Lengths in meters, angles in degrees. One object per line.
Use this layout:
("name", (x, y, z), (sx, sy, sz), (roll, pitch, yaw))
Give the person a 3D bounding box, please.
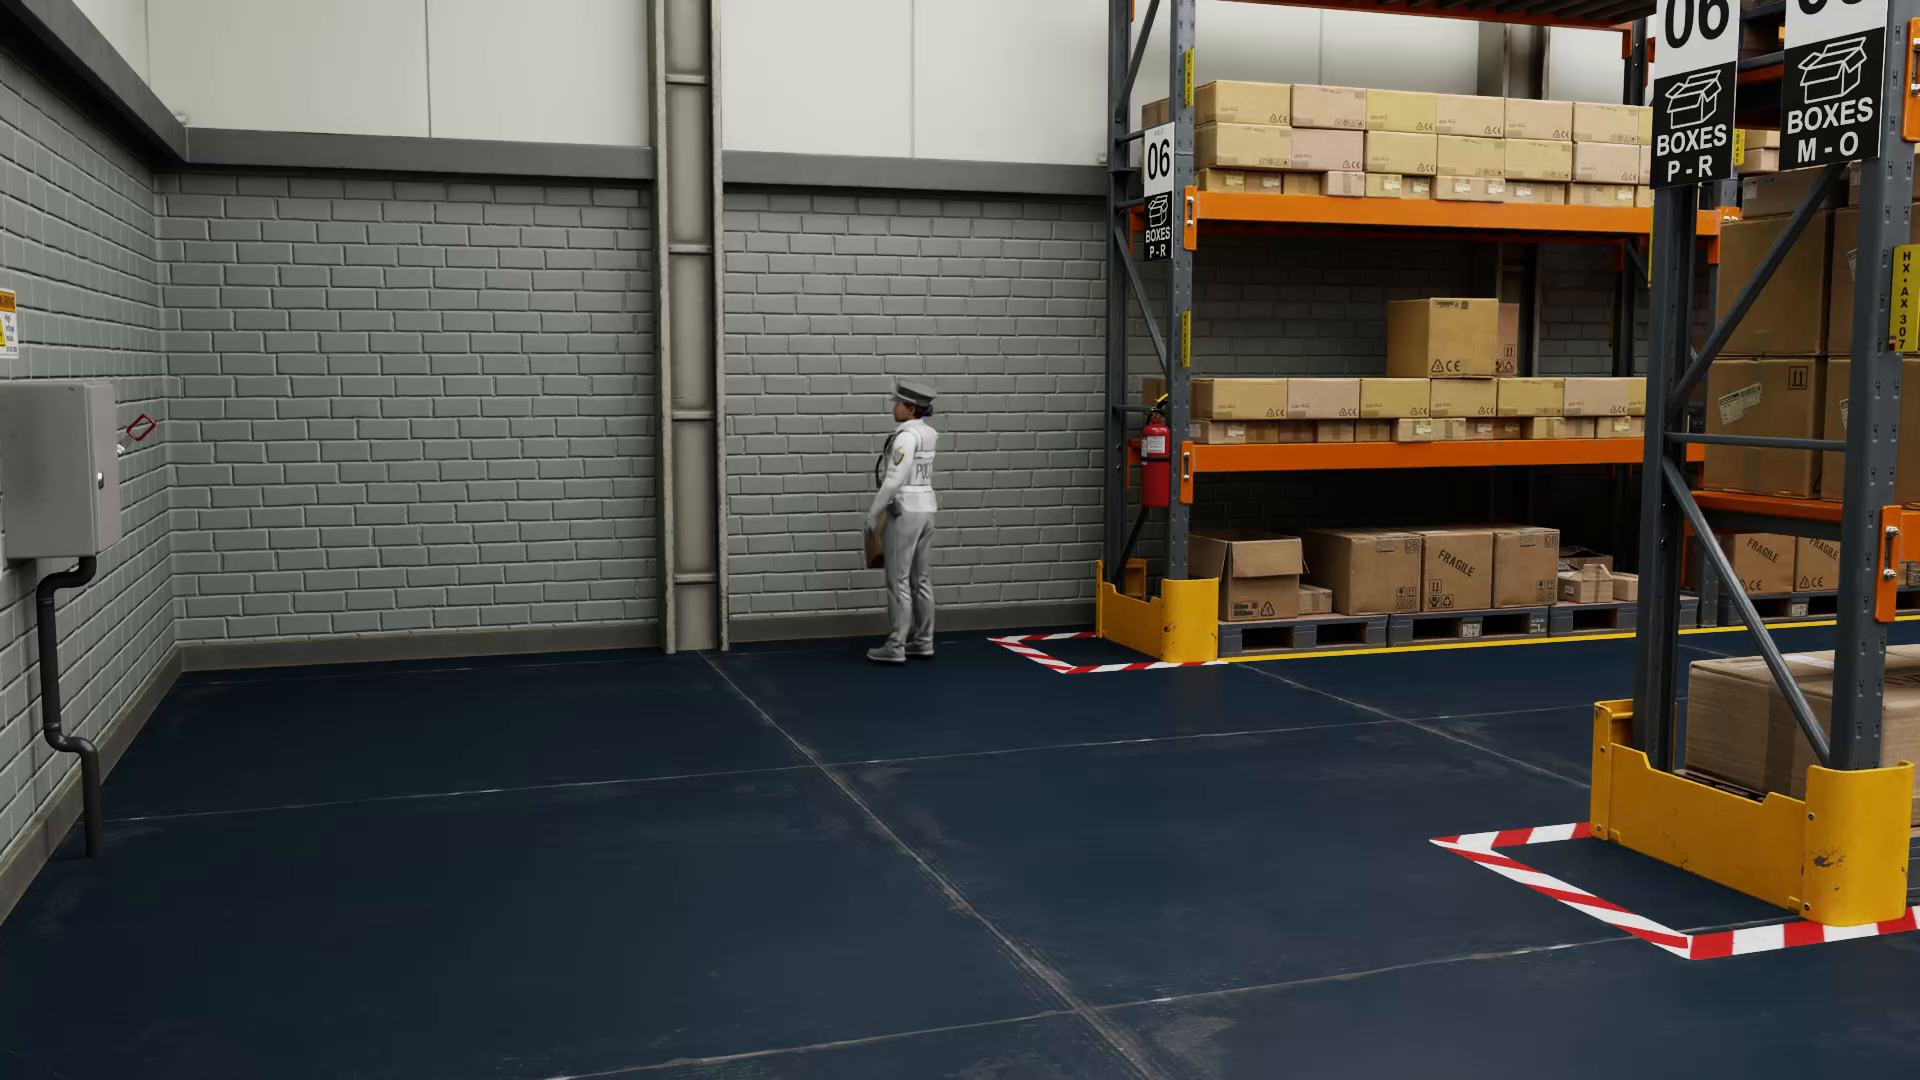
("person", (-0.328, -0.118, 9.938), (0.447, 1.692, 0.558), (2, 6, 22))
